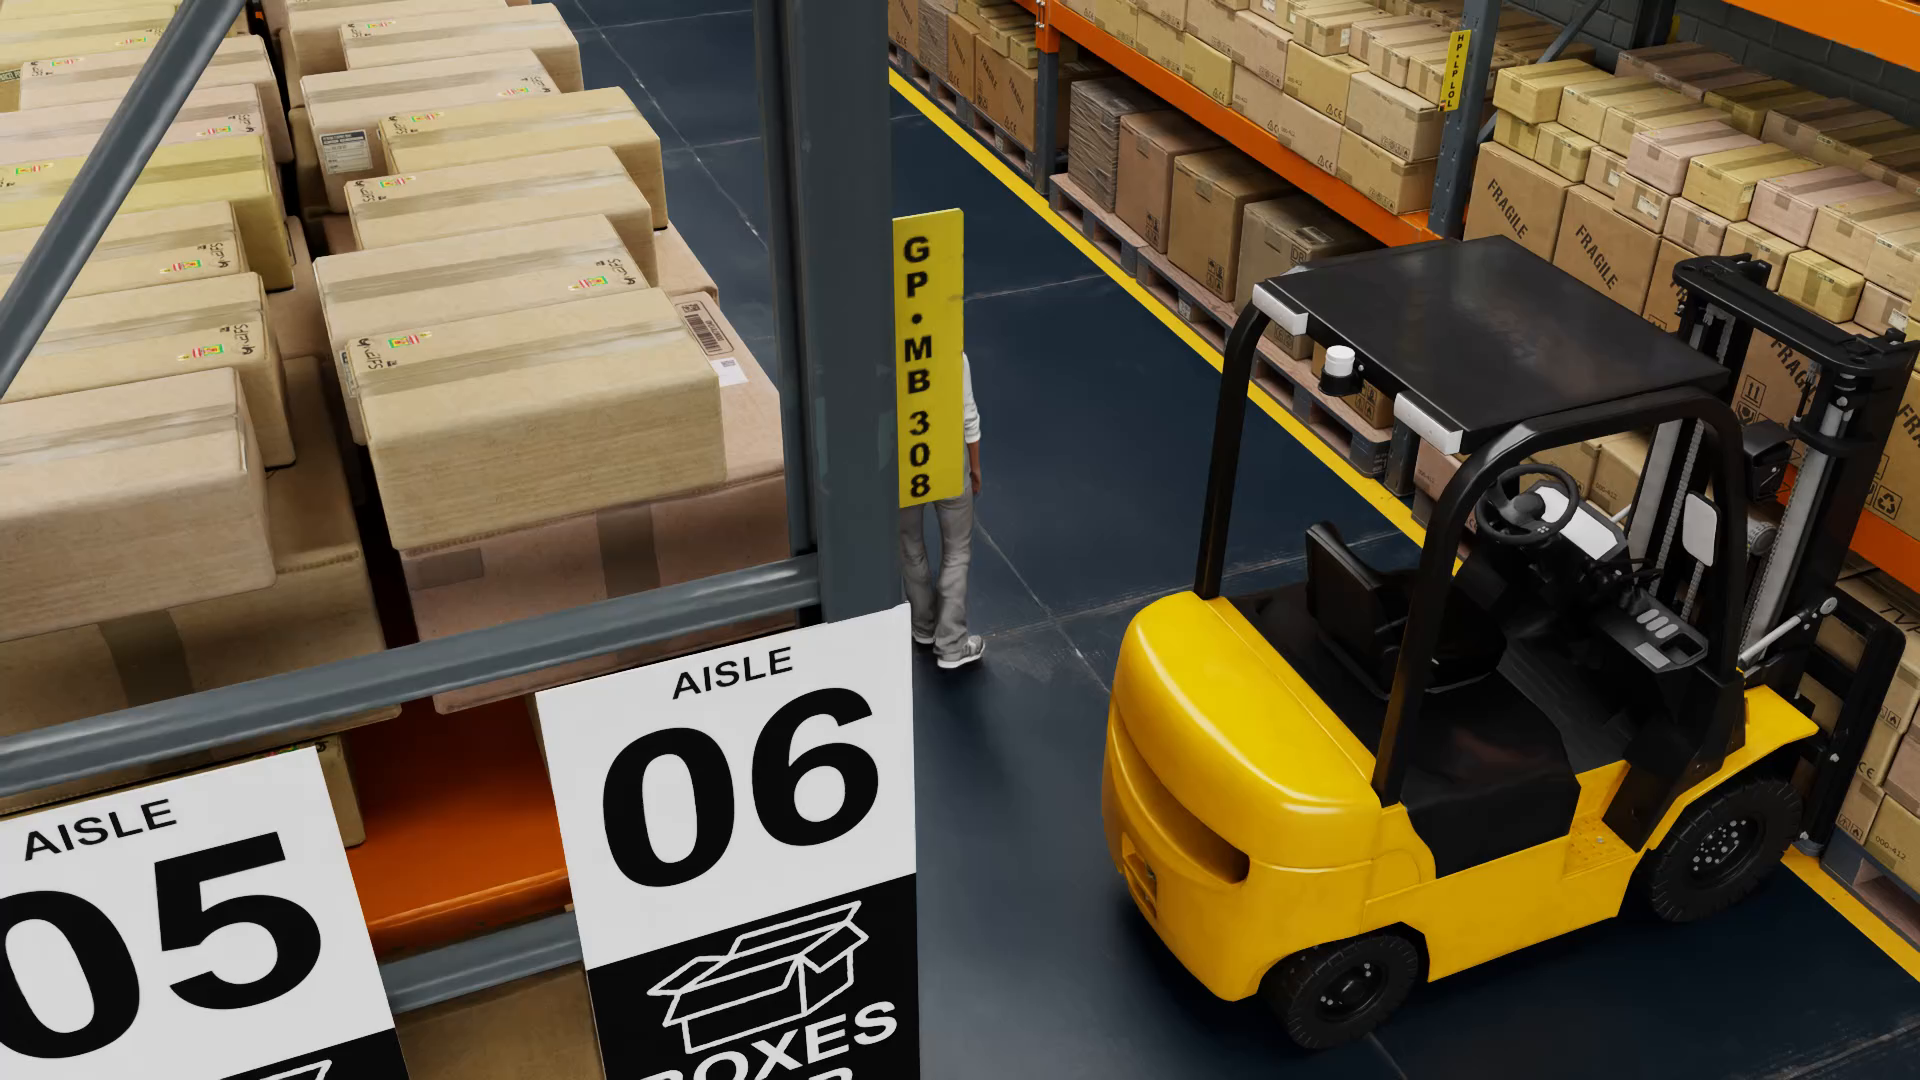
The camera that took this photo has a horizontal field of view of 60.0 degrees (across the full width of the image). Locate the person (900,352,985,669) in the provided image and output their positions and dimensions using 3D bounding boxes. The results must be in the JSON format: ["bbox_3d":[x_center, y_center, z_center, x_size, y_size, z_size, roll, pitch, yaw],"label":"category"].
[{"bbox_3d":[-0.124,-0.215,6.469,0.441,1.591,0.524,-4,34,-6],"label":"person"}]
